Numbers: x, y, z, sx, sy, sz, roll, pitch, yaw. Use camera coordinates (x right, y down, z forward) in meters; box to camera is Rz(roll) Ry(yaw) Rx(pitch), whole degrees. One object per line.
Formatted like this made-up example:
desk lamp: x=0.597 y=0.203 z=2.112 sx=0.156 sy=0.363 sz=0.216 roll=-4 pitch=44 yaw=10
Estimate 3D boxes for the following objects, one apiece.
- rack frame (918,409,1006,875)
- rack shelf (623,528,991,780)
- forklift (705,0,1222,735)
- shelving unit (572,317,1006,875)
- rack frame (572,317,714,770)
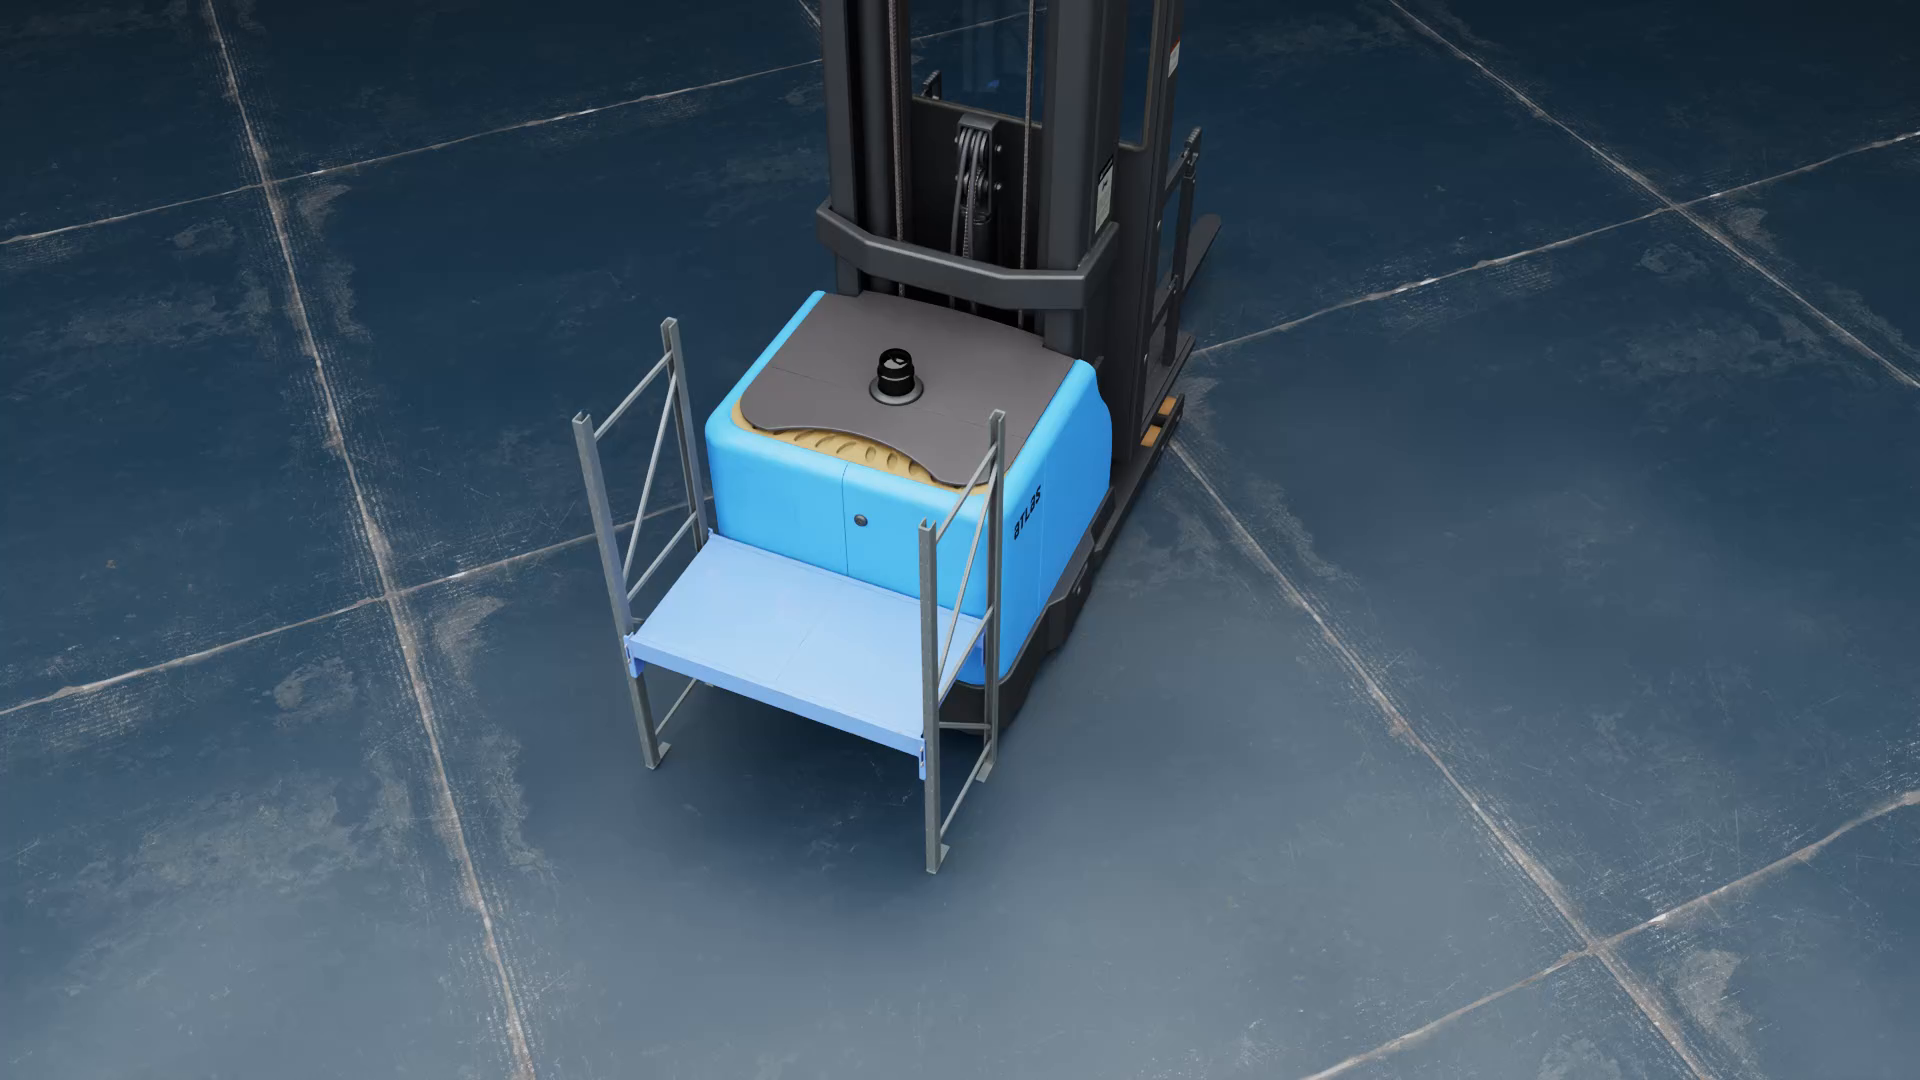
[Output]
rack frame: x=0.009 y=0.346 z=4.831 sx=0.032 sy=1.500 sz=0.500 roll=17 pitch=47 yaw=17
rack shelf: x=-0.456 y=0.331 z=5.103 sx=1.000 sy=0.185 sz=0.538 roll=17 pitch=47 yaw=17
forklift: x=0.248 y=-1.444 z=5.627 sx=1.130 sy=2.935 sz=3.031 roll=17 pitch=47 yaw=16
shelving unit: x=-0.456 y=0.203 z=4.976 sx=1.048 sy=1.500 sz=0.538 roll=17 pitch=47 yaw=17
rack frame: x=-0.922 y=0.060 z=5.121 sx=0.032 sy=1.500 sz=0.500 roll=17 pitch=47 yaw=17
